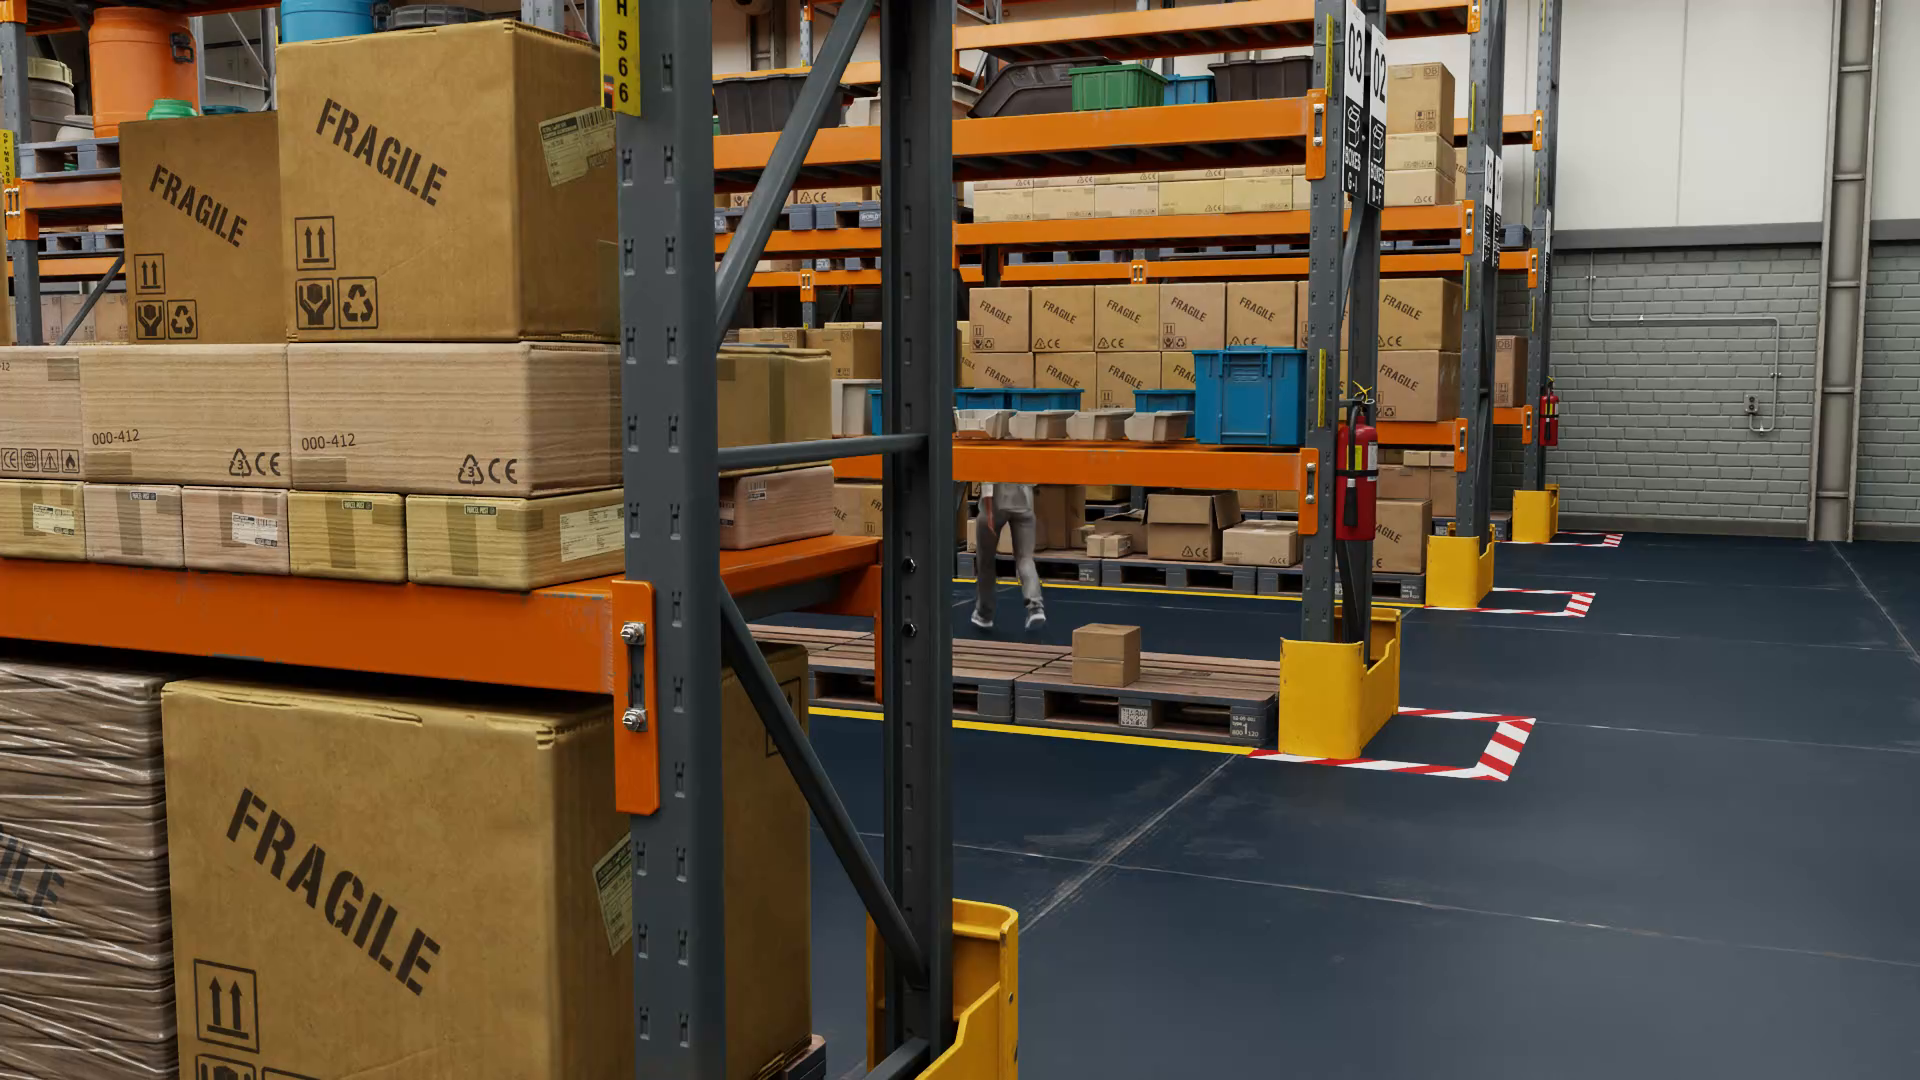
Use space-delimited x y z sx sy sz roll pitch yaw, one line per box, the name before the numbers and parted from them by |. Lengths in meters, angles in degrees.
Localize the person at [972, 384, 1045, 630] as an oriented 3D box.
person | 0.301 -0.196 10.354 0.406 1.546 0.930 -1 6 -14
